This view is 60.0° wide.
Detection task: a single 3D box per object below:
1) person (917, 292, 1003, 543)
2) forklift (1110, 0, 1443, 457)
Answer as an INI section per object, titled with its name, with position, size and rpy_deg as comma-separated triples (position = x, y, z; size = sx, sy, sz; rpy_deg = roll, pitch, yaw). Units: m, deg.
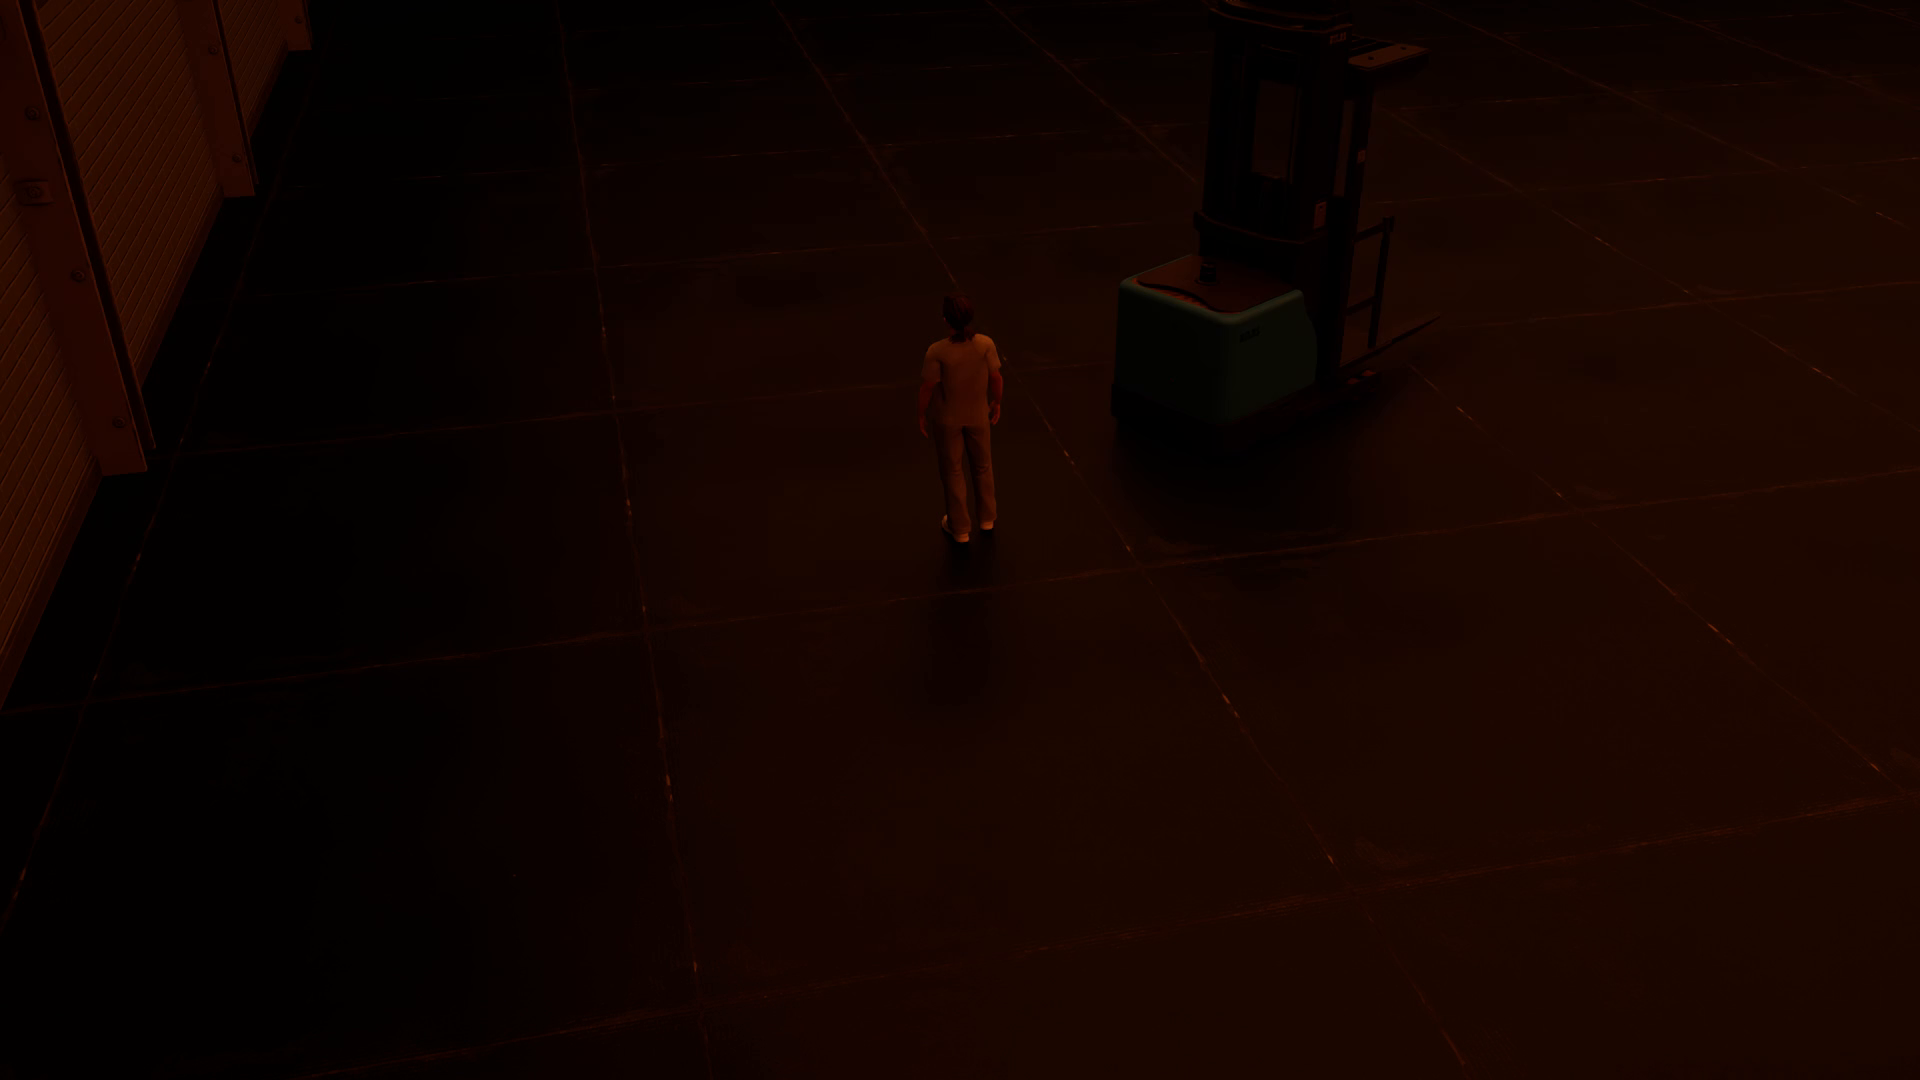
[person]
position = -0.004, -0.768, 10.141
size = 0.550, 1.675, 0.549
rpy_deg = -7, 31, -12
[forklift]
position = 2.494, -2.463, 11.830
size = 3.031, 2.935, 1.130
rpy_deg = -26, 39, -37
